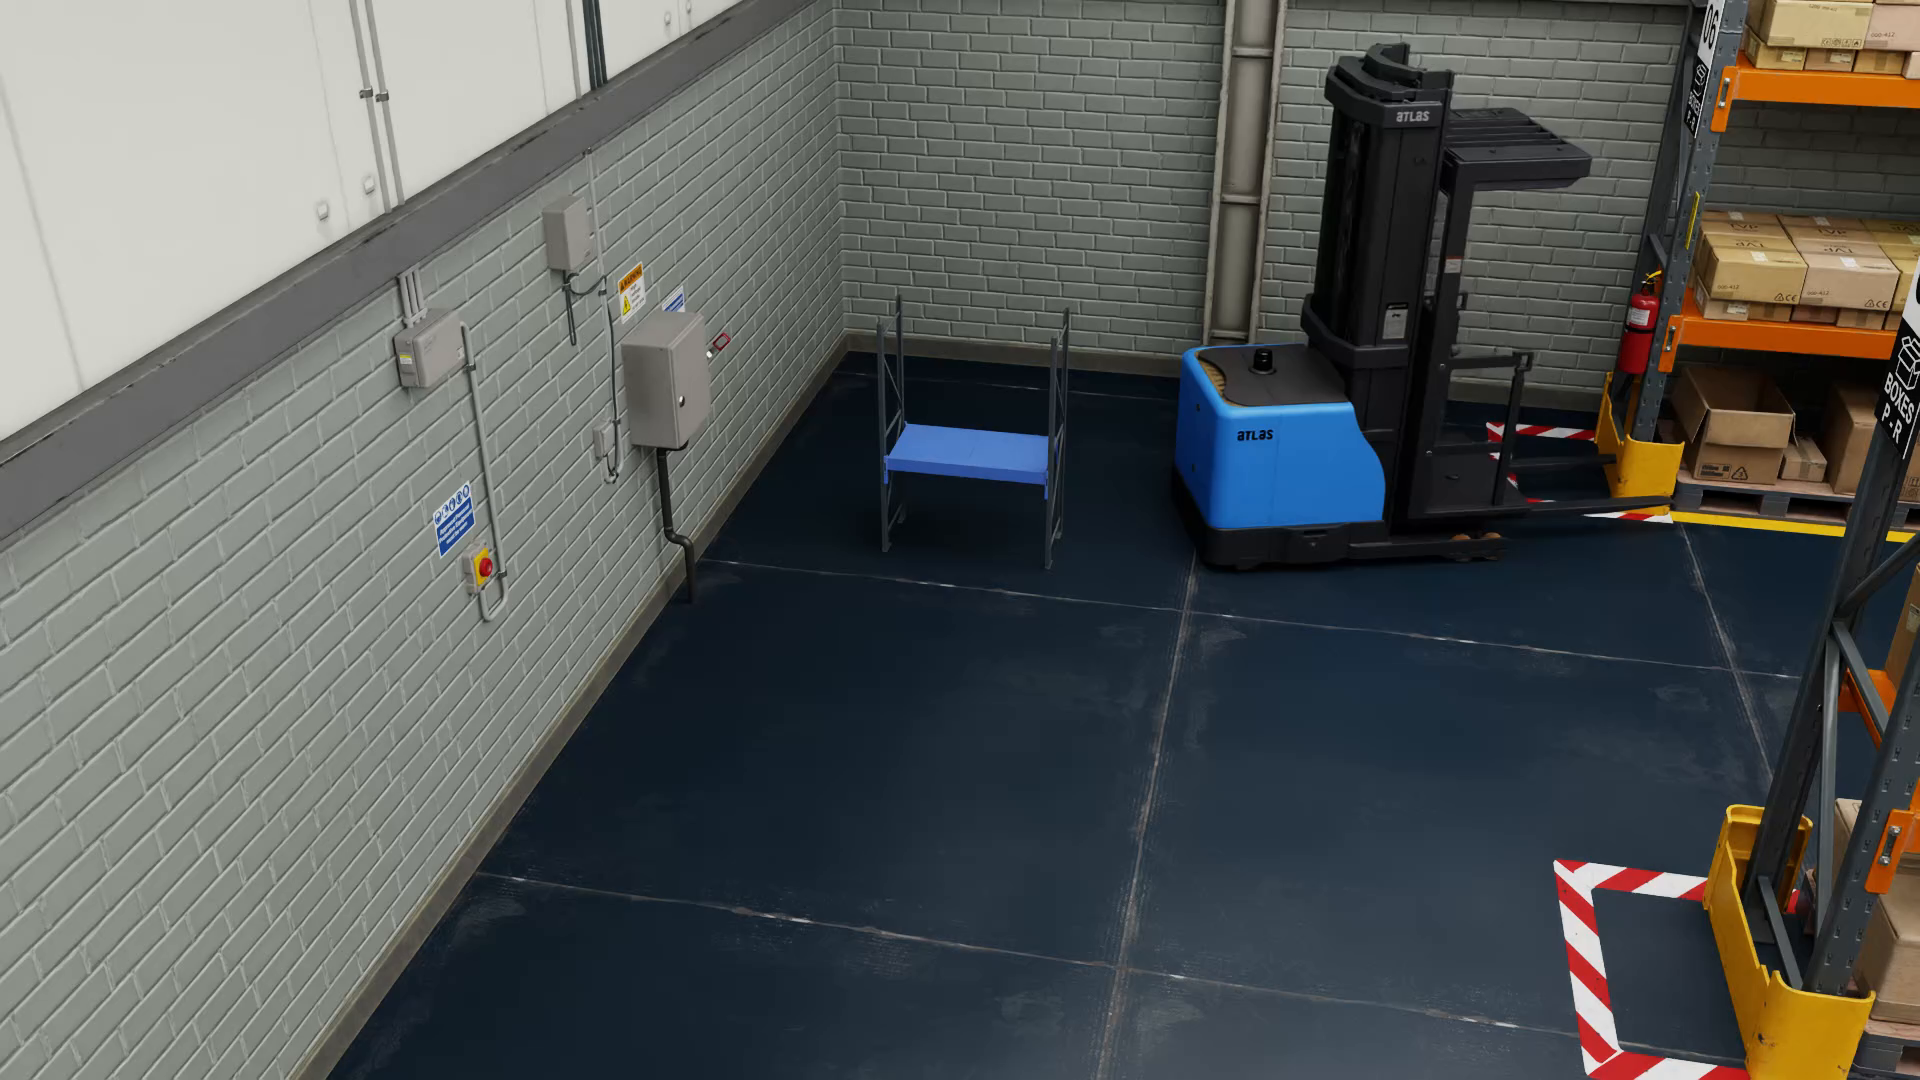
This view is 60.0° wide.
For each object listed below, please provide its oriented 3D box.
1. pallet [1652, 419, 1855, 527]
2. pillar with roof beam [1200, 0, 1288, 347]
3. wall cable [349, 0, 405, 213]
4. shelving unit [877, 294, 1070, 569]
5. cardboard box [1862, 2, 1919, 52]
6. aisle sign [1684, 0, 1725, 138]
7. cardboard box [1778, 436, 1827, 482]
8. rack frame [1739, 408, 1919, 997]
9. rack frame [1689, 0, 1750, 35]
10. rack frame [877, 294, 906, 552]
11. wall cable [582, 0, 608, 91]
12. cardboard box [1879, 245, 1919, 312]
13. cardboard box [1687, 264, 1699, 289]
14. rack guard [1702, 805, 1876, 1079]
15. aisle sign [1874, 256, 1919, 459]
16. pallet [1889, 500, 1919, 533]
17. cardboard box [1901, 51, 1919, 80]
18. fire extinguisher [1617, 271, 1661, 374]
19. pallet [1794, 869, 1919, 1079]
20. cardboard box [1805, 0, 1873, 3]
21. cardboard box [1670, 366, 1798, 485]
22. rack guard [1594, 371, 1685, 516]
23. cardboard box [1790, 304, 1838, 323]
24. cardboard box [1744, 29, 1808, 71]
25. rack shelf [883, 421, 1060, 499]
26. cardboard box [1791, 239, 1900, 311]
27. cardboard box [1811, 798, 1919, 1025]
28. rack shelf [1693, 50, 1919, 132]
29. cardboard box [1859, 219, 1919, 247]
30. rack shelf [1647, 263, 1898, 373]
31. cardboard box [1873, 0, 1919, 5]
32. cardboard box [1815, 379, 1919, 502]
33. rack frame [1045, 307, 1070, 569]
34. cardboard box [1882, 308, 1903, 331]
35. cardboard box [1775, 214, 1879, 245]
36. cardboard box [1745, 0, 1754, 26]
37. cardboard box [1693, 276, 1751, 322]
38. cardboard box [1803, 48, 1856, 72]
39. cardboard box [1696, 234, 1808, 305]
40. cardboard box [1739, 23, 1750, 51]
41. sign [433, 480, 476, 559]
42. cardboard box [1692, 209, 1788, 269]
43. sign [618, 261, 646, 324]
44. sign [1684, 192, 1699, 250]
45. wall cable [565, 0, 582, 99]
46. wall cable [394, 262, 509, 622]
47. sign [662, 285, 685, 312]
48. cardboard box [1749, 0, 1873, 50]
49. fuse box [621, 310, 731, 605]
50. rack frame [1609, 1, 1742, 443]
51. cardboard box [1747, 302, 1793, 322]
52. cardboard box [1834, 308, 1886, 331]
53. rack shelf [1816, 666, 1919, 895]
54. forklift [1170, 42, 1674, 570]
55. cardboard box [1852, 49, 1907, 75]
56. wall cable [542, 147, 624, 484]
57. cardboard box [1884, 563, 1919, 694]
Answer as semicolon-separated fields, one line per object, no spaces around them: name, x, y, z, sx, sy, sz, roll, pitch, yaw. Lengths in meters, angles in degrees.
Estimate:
pallet;5.297;-0.454;11.023;1.213;0.211;1.003;6;29;11
pillar with roof beam;1.095;-3.068;6.646;0.400;9.000;9.100;6;29;11
wall cable;-2.211;-2.503;5.613;0.029;3.000;0.463;6;29;11
shelving unit;0.083;-0.649;10.036;1.048;1.500;0.538;6;29;11
cardboard box;5.321;-2.931;9.365;0.500;0.250;0.500;6;29;12
aisle sign;4.315;-2.774;9.648;0.004;0.787;0.394;6;29;11
cardboard box;5.429;-0.532;10.791;0.250;0.149;0.380;5;29;9
rack frame;3.410;0.567;6.253;0.127;3.000;1.000;6;29;11
rack frame;4.443;-4.396;9.071;0.127;3.000;1.000;6;29;11
rack frame;-0.414;-0.700;10.129;0.032;1.500;0.500;6;29;11
wall cable;-1.433;-4.177;8.631;0.133;3.039;2.988;6;29;11
cardboard box;5.820;-1.558;9.980;0.500;0.250;0.500;5;29;10
cardboard box;4.823;-1.747;10.742;0.250;0.149;0.380;6;29;10
rack guard;3.387;1.661;6.858;0.348;0.500;1.175;6;29;11
aisle sign;3.405;-0.726;5.908;0.004;0.787;0.394;6;29;11
pallet;6.487;-0.331;10.797;1.213;0.211;1.003;6;29;11
cardboard box;5.438;-2.708;9.373;0.250;0.149;0.380;6;29;12
fire extinguisher;4.203;-1.365;10.251;0.183;0.674;0.296;6;29;11
pallet;4.208;1.833;6.844;1.213;0.211;1.003;6;29;11
cardboard box;4.825;-3.202;9.340;0.500;0.250;0.500;6;29;10
cardboard box;5.021;-0.748;10.817;0.637;0.503;0.797;5;29;9
rack guard;4.517;-0.661;11.098;0.348;0.500;1.175;6;29;11
cardboard box;5.230;-1.479;10.252;0.250;0.149;0.380;5;29;10
cardboard box;4.706;-2.829;9.594;0.250;0.149;0.380;6;29;12
rack shelf;0.083;-0.492;10.123;1.000;0.185;0.538;6;29;11
cardboard box;5.324;-1.607;10.070;0.500;0.250;0.500;6;29;11
cardboard box;4.077;1.525;6.733;0.875;0.438;0.875;5;29;9
rack shelf;6.399;-2.564;9.598;4.000;0.370;1.077;6;29;11
cardboard box;5.936;-1.804;10.430;0.500;0.250;0.500;7;29;12
rack shelf;6.399;-1.249;10.318;4.000;0.370;1.077;6;29;11
cardboard box;5.318;-3.142;9.230;0.500;0.250;0.500;6;29;10
cardboard box;5.849;-0.643;10.628;0.500;0.500;0.700;7;29;13
rack frame;0.581;-0.598;9.943;0.032;1.500;0.500;6;29;11
cardboard box;5.725;-1.401;10.109;0.250;0.149;0.380;6;29;11
cardboard box;5.452;-1.856;10.525;0.500;0.250;0.500;6;29;11
cardboard box;4.935;-3.228;9.908;0.500;0.250;0.500;5;29;10
cardboard box;4.707;-1.493;10.277;0.250;0.149;0.380;6;29;10
cardboard box;4.968;-2.815;9.569;0.250;0.149;0.380;6;29;11
cardboard box;4.831;-1.657;10.162;0.500;0.250;0.500;6;29;11
cardboard box;4.804;-3.047;9.992;0.250;0.149;0.380;7;29;12
sign;-2.179;-0.090;7.171;0.001;0.218;0.327;6;29;11
cardboard box;4.948;-1.908;10.620;0.500;0.250;0.500;7;29;12
sign;-1.742;-1.317;8.834;0.001;0.242;0.339;6;29;11
sign;4.330;-1.890;9.839;0.005;0.325;0.100;6;29;11
wall cable;-2.052;-2.856;6.258;0.029;3.000;2.355;6;29;11
wall cable;-2.109;-0.447;7.015;0.123;1.953;0.585;6;29;11
sign;-1.627;-1.171;9.526;0.001;0.494;0.329;6;29;11
cardboard box;4.820;-2.972;9.441;0.500;0.250;0.500;6;29;10
fuse box;-1.528;-0.395;9.351;0.414;1.711;0.539;6;29;11
rack frame;4.443;-1.765;10.512;0.127;3.000;1.000;6;29;11
cardboard box;4.966;-1.489;10.270;0.250;0.149;0.380;7;29;12
cardboard box;5.464;-1.425;10.153;0.250;0.149;0.380;7;29;12
rack shelf;5.366;1.083;6.060;4.000;0.370;1.077;6;29;11
forklift;2.921;-1.401;9.918;3.031;2.935;1.130;-3;29;-6
cardboard box;5.215;-2.781;9.507;0.250;0.149;0.380;6;29;11
wall cable;-1.824;-1.101;8.241;0.122;1.984;0.588;6;29;11
cardboard box;3.937;0.447;6.368;0.500;0.500;0.500;6;29;11
